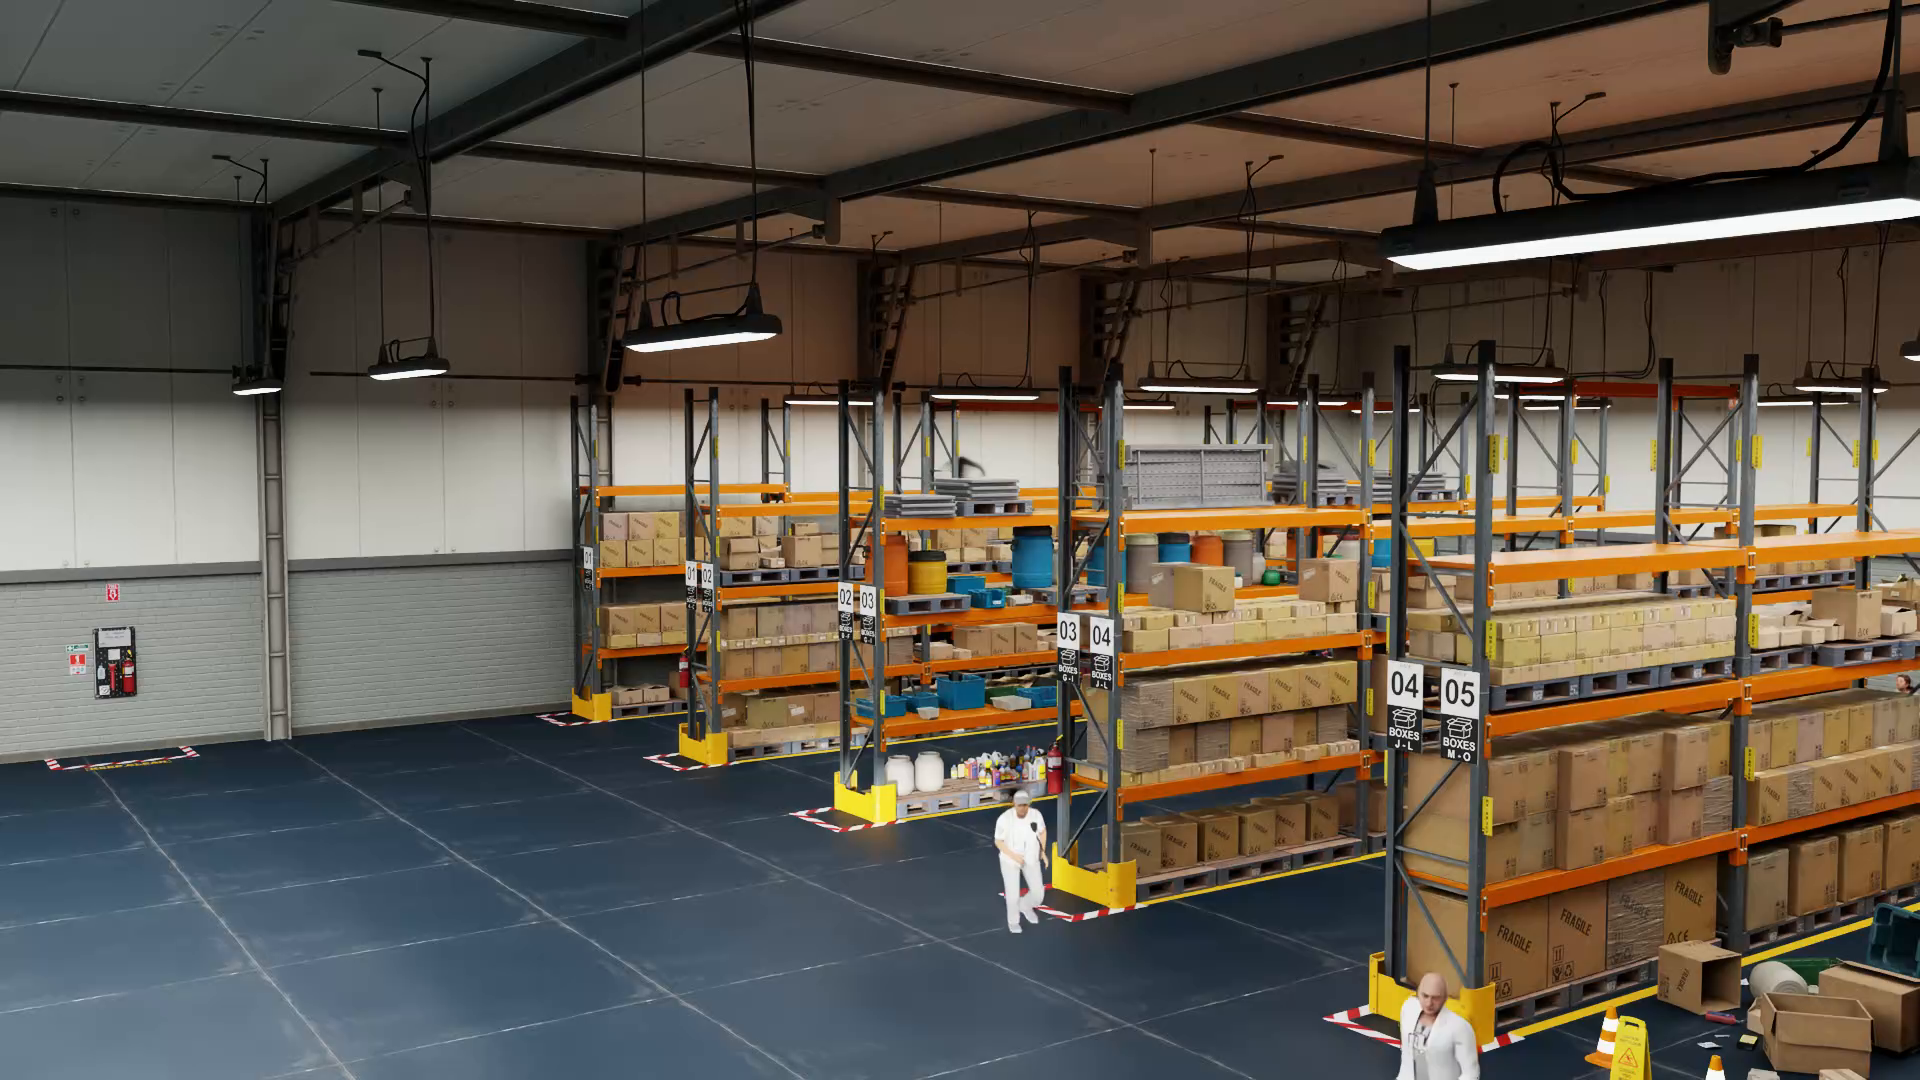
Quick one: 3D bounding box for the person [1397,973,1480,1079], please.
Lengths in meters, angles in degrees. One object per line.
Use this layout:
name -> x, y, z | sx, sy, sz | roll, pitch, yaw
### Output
person -> 3.091, 3.640, 10.886 | 0.684, 1.722, 0.746 | 3, 4, 37

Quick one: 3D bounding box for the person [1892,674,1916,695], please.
person -> 14.139, 2.797, 24.991 | 0.631, 1.578, 0.555 | -3, 4, -39

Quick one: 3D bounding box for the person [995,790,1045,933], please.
person -> 0.618, 3.344, 17.360 | 0.562, 1.554, 0.720 | -1, 4, -11

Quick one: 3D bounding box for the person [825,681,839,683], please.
person -> -2.448, 2.467, 31.435 | 0.672, 1.721, 0.824 | 0, 3, 3
